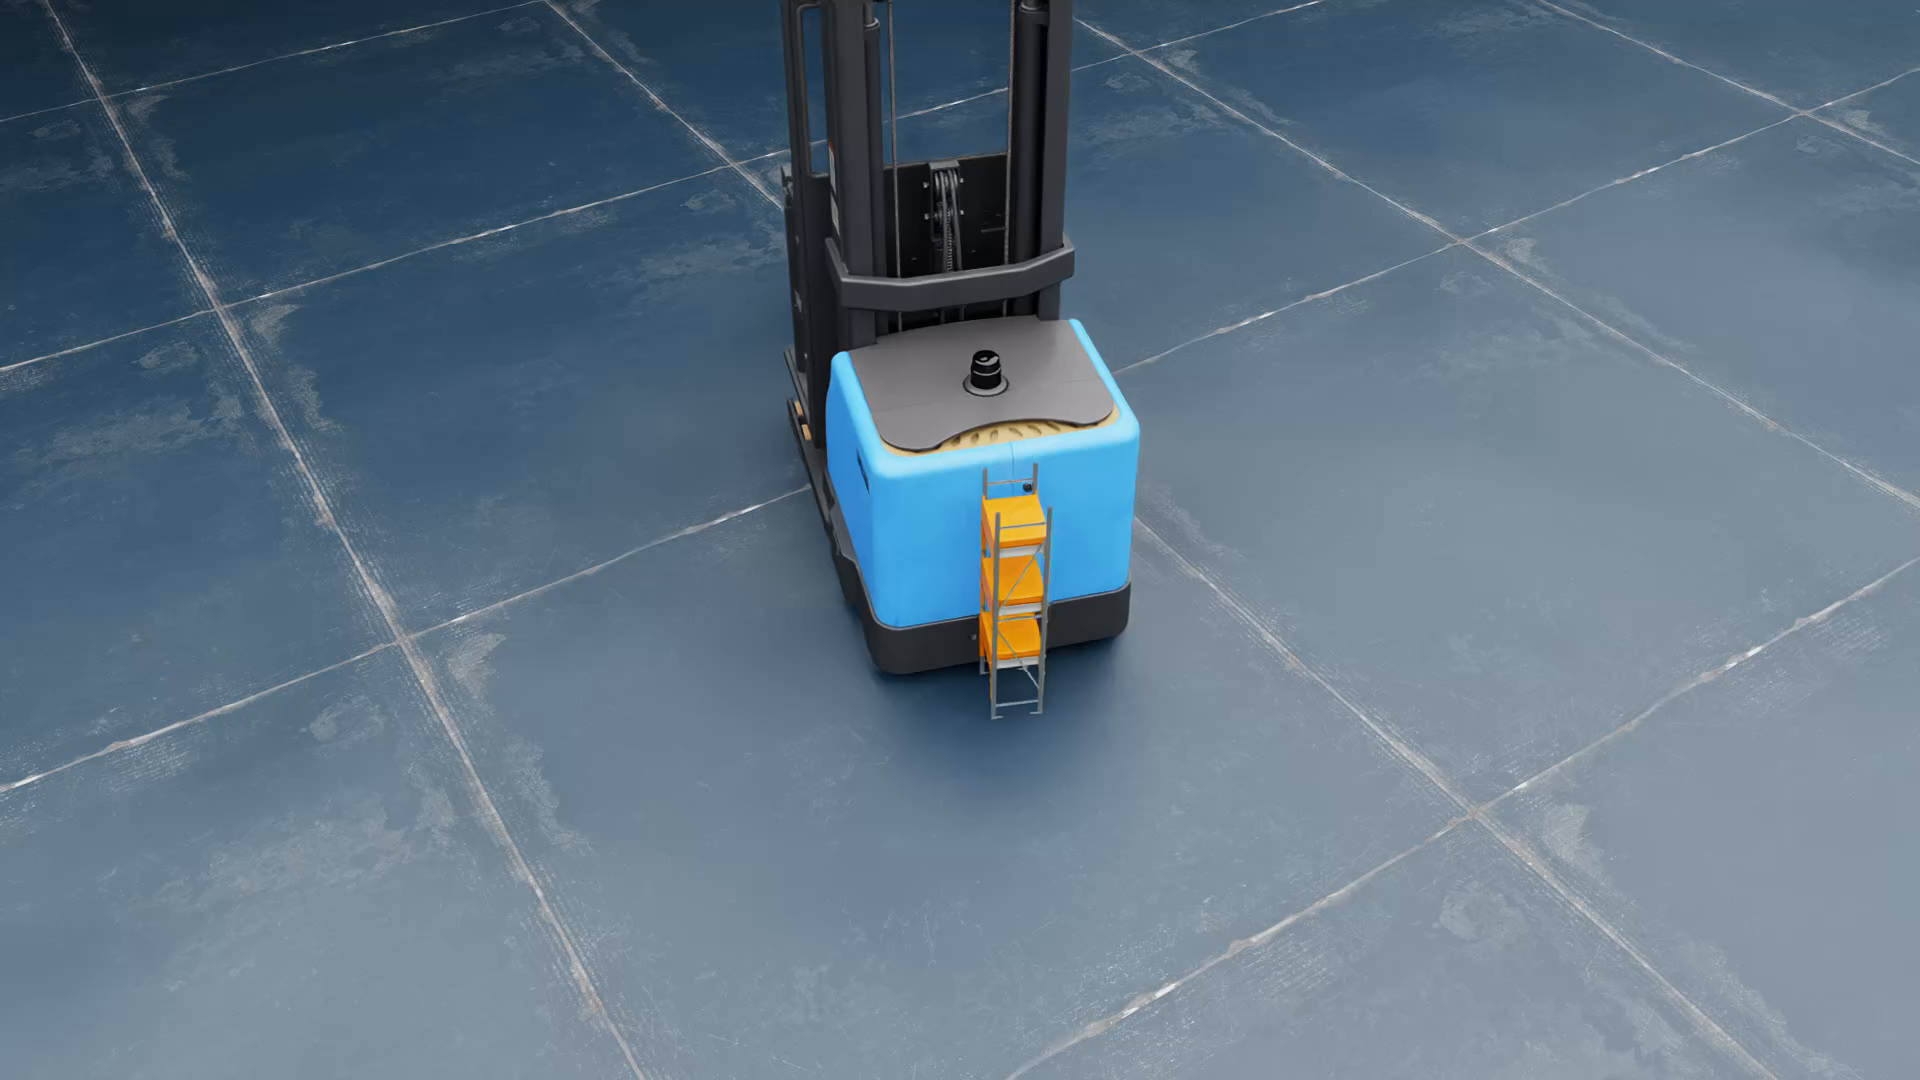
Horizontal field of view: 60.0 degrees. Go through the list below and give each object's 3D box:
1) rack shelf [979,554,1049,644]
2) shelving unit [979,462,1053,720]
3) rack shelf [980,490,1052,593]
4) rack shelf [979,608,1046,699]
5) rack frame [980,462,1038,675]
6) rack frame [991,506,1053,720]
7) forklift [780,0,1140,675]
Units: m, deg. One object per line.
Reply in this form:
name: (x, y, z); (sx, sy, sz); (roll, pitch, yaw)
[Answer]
rack shelf: (0.199, 0.216, 6.180); (0.215, 0.259, 0.240); (-6, 42, -7)
shelving unit: (0.199, 0.208, 6.173); (0.215, 1.050, 0.252); (-6, 42, -7)
rack shelf: (0.200, 0.004, 5.992); (0.215, 0.259, 0.240); (-6, 42, -7)
rack shelf: (0.199, 0.424, 6.365); (0.215, 0.259, 0.240); (-6, 42, -7)
rack frame: (0.179, 0.128, 6.263); (0.200, 1.050, 0.008); (-6, 42, -7)
rack frame: (0.219, 0.288, 6.083); (0.200, 1.050, 0.008); (-6, 42, -7)
forklift: (-0.185, -1.551, 6.822); (1.130, 2.935, 3.031); (-9, 41, -11)
